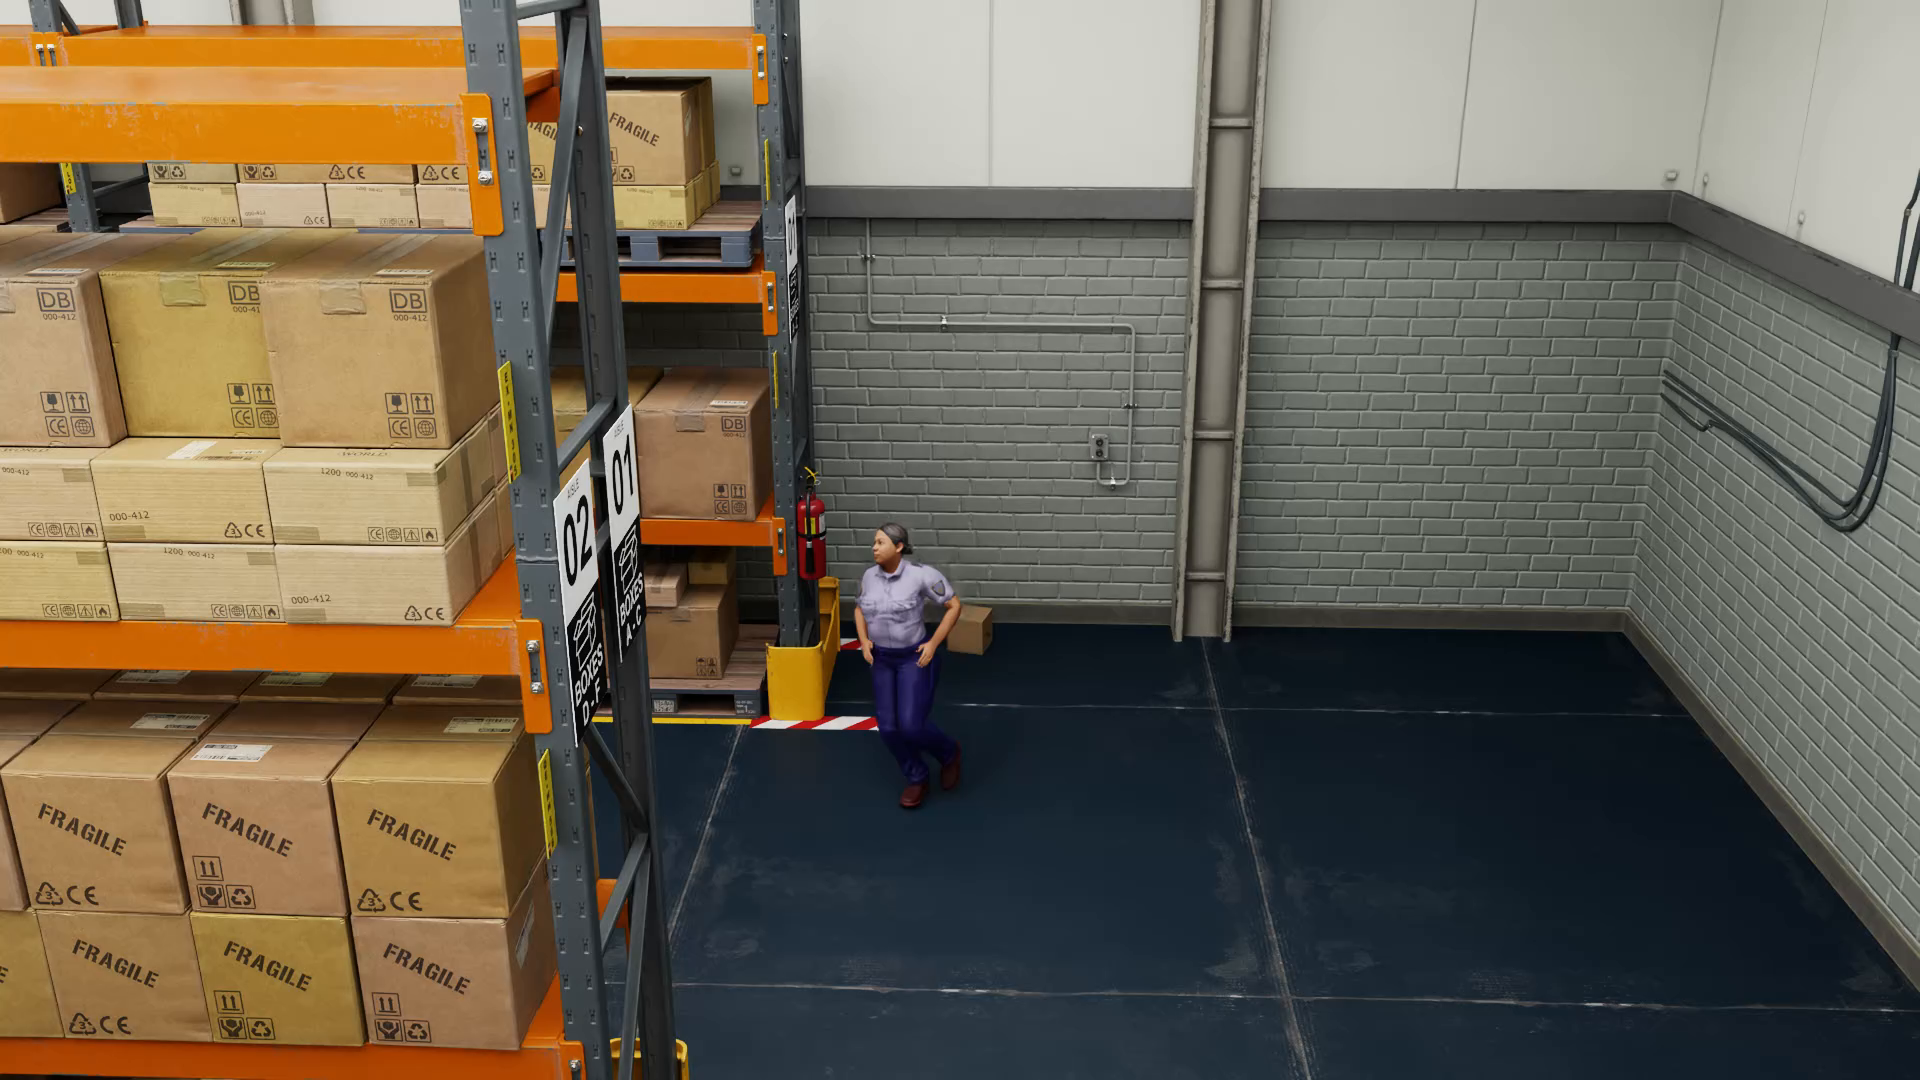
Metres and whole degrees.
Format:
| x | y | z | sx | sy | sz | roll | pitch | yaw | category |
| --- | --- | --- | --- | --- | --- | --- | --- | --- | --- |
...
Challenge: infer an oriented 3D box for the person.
| x | y | z | sx | sy | sz | roll | pitch | yaw | category |
| --- | --- | --- | --- | --- | --- | --- | --- | --- | --- |
| -0.350 | 0.692 | 9.365 | 0.660 | 1.568 | 0.482 | 12 | 24 | 28 | person |
